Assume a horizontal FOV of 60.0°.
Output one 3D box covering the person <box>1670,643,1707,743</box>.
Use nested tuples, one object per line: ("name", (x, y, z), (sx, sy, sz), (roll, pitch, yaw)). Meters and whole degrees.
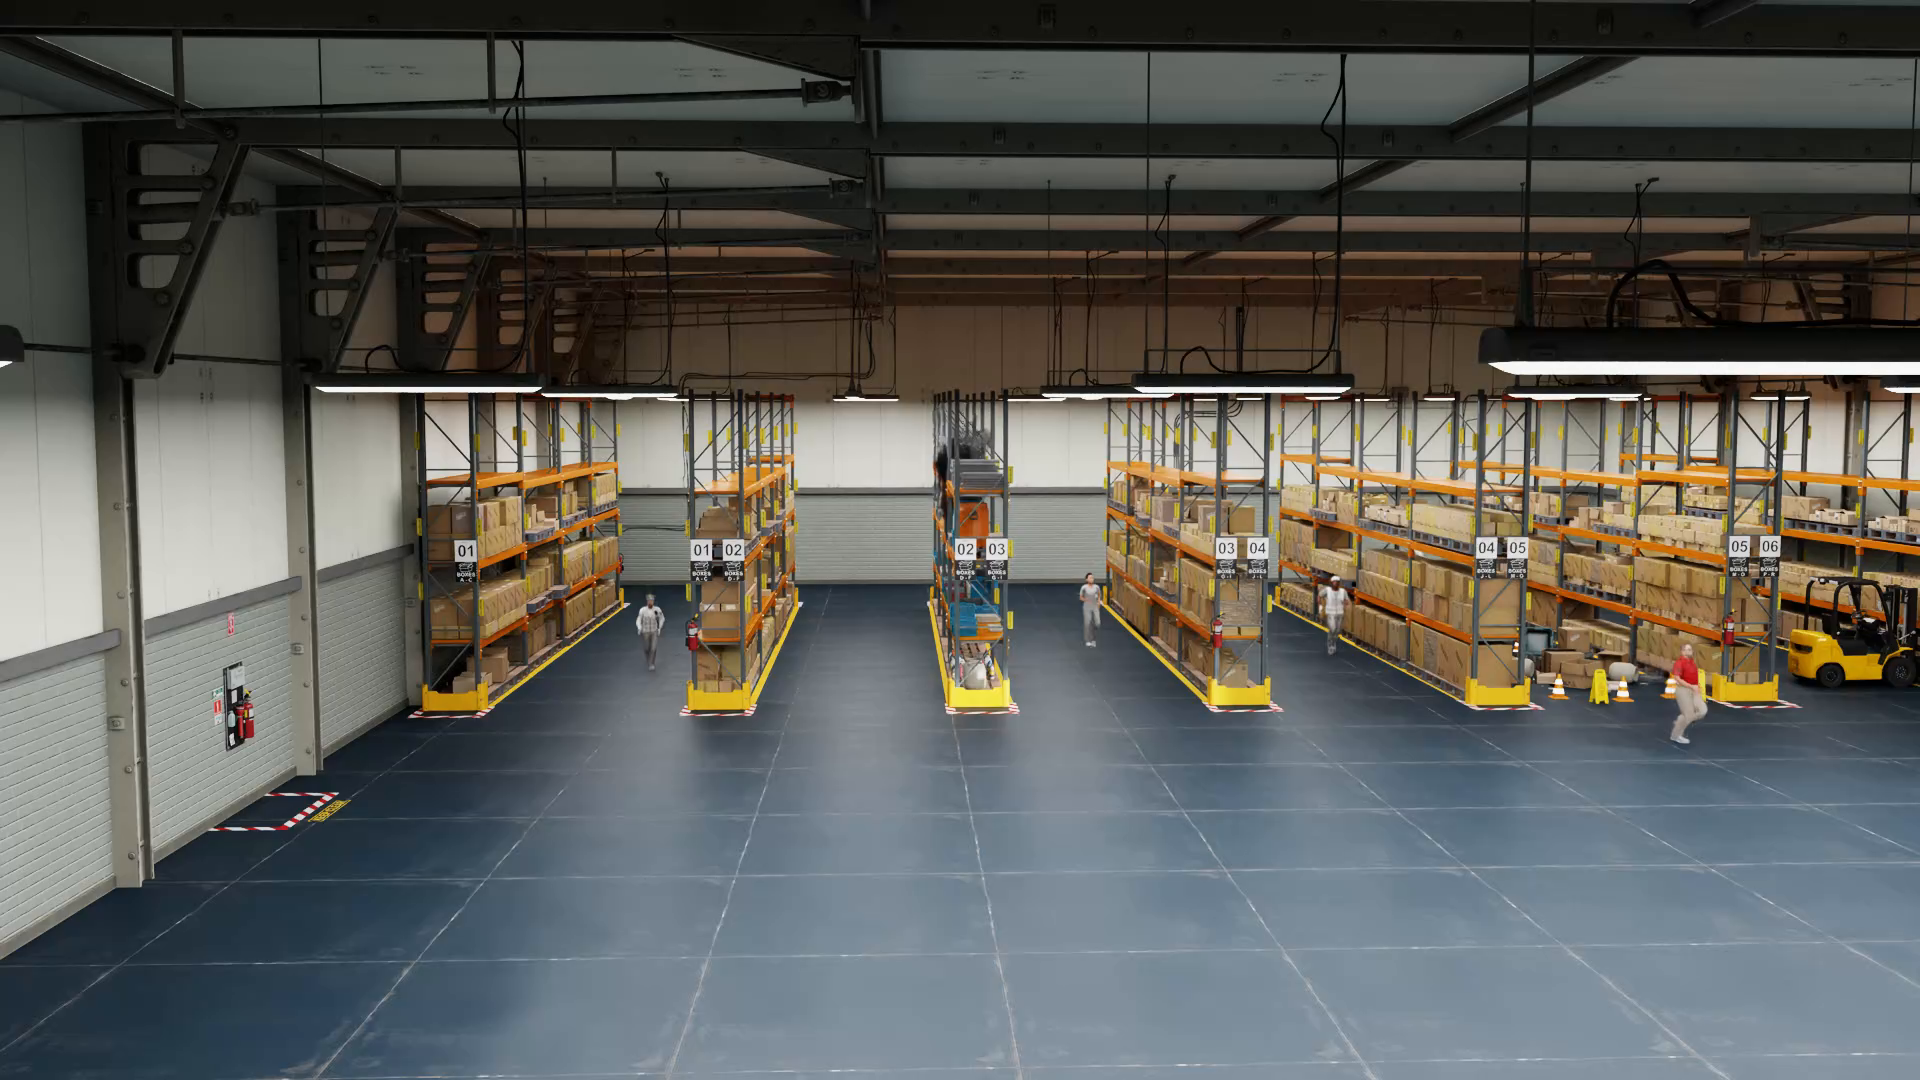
("person", (12.341, 2.589, 28.144), (0.674, 1.688, 0.541), (-4, 6, -43))

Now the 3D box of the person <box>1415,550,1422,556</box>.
("person", (13.380, 0.845, 49.281), (0.689, 1.737, 0.745), (1, 5, 7))

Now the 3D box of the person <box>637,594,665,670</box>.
("person", (-6.694, 1.974, 36.029), (0.607, 1.648, 0.592), (-1, 5, -9))

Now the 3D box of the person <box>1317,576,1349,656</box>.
("person", (8.577, 1.732, 38.085), (0.659, 1.832, 0.742), (-1, 5, -8))

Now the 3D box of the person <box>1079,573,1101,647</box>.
("person", (2.953, 1.579, 37.283), (0.544, 1.680, 0.607), (-1, 5, -11))
